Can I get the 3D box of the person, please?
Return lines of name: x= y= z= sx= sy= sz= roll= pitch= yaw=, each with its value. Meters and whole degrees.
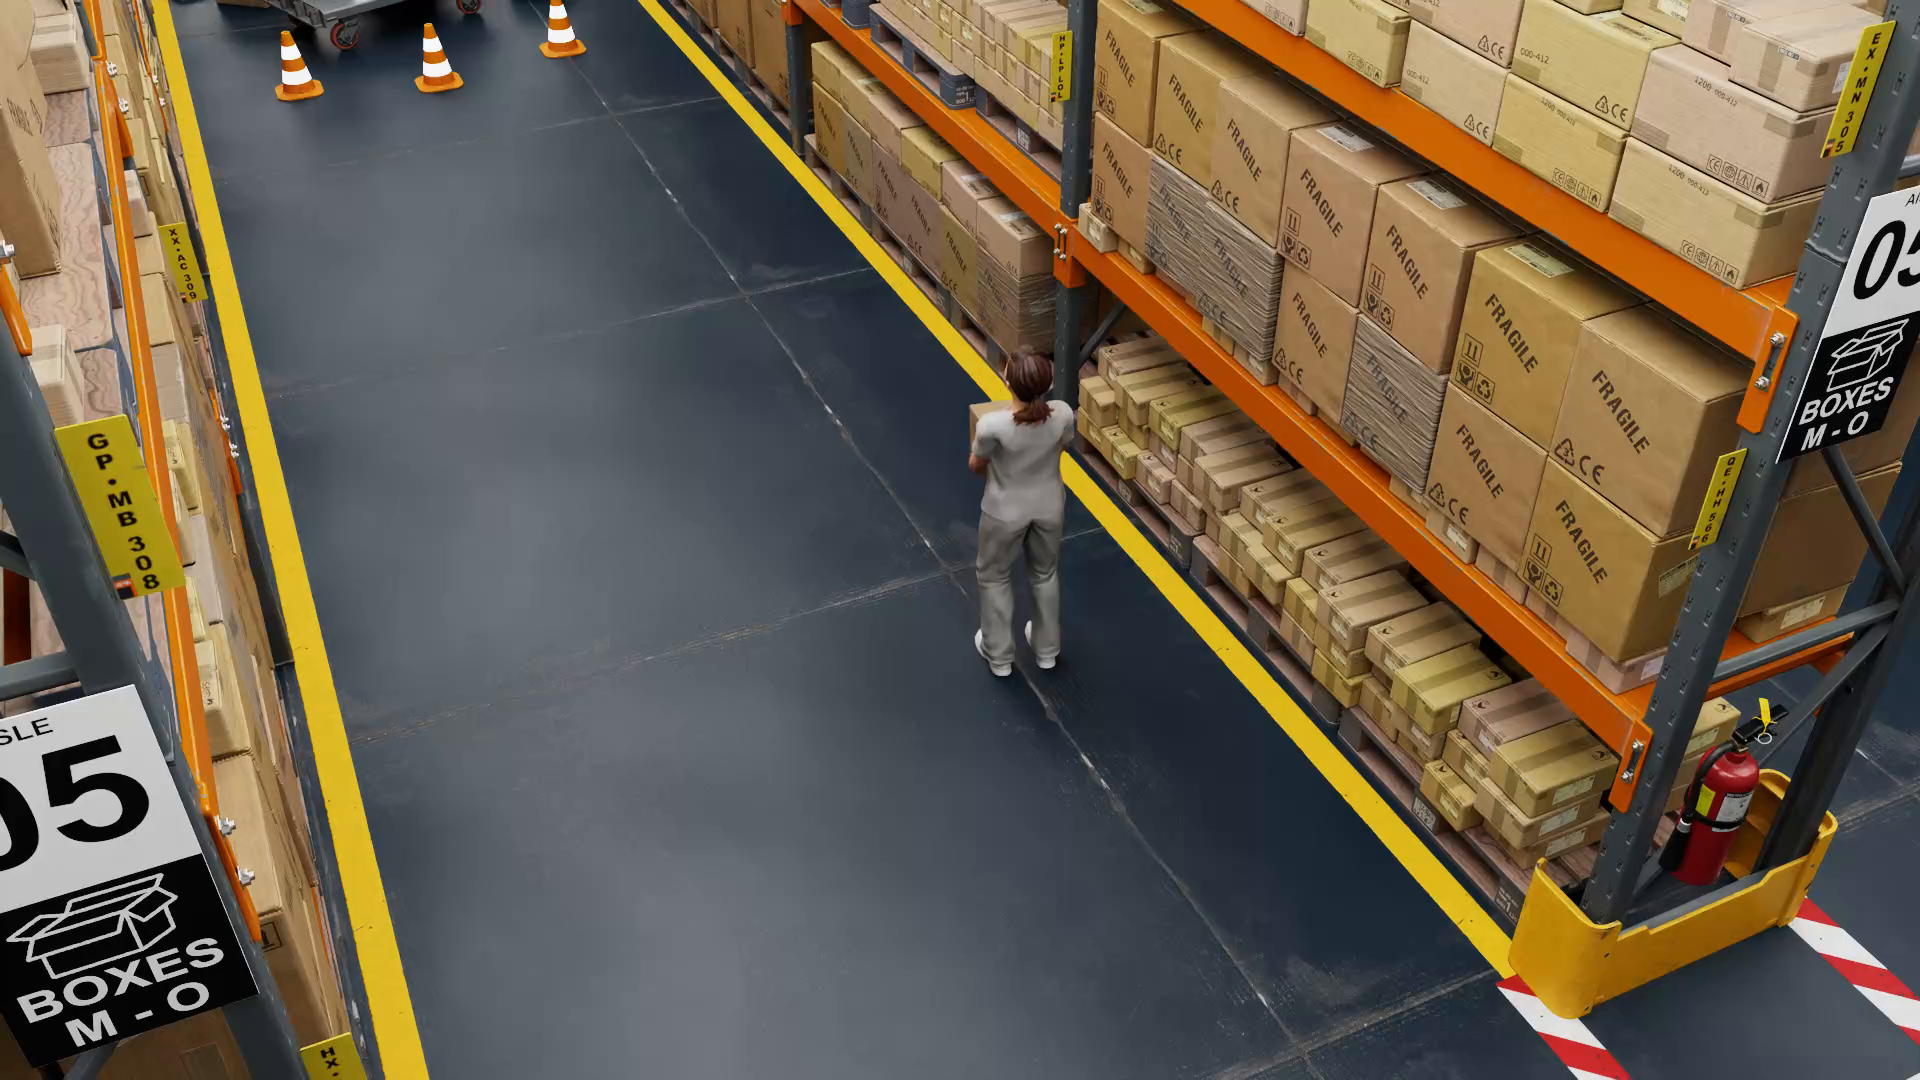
person: x=0.242 y=-0.161 z=7.074 sx=0.439 sy=1.663 sz=0.551 roll=-10 pitch=38 yaw=-12
